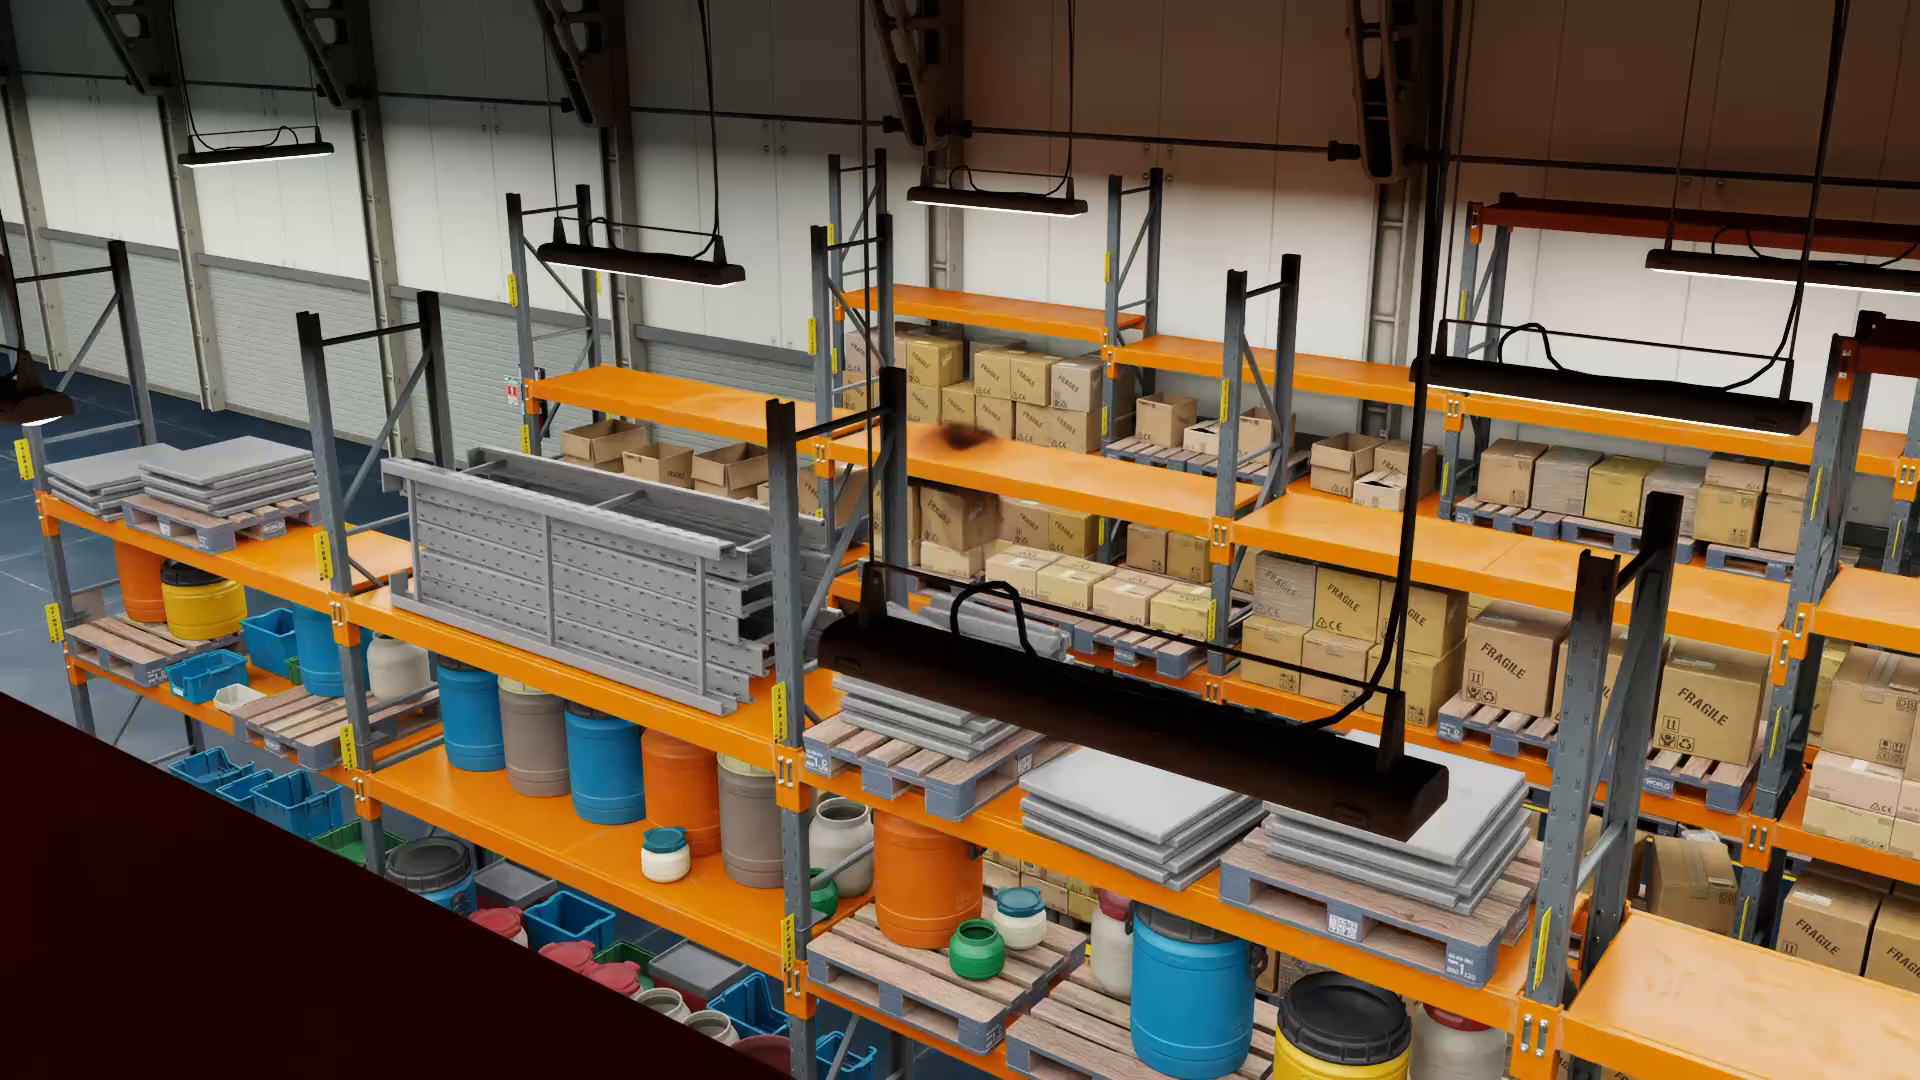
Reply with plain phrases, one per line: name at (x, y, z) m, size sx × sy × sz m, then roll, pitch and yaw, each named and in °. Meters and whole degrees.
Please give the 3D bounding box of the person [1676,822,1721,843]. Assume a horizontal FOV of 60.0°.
person at (6.066, 2.944, 13.766) m, size 0.744 × 1.729 × 0.613 m, roll 16°, pitch 24°, yaw 39°
